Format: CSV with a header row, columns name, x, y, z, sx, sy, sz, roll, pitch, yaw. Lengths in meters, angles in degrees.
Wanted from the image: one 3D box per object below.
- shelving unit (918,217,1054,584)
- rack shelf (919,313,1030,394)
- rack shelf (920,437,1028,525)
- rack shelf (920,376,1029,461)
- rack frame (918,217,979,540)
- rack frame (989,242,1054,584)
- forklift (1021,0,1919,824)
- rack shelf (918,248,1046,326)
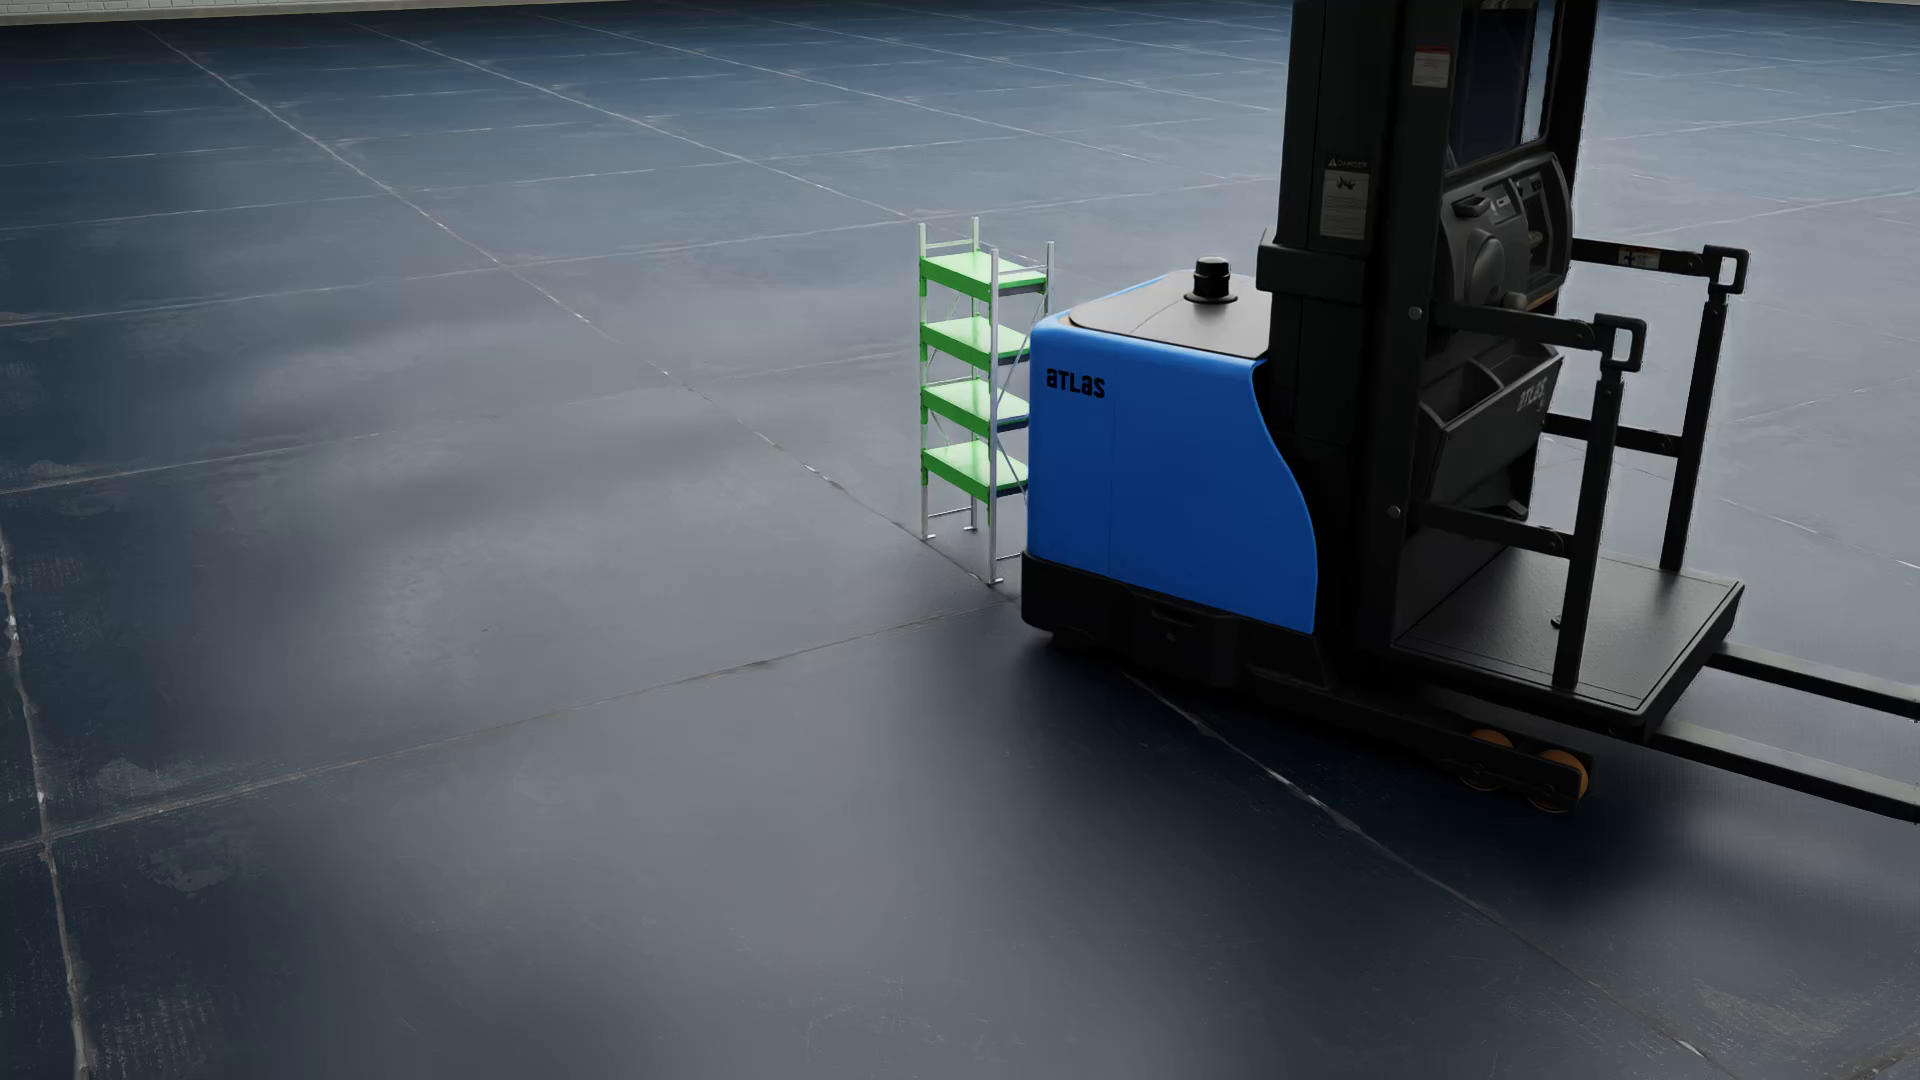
name,x,y,z,sx,sy,sz,roll,pitch,yaw
shelving unit,0.085,-0.502,5.954,0.258,1.200,0.503,-13,25,-28
rack shelf,0.085,-0.665,5.887,0.258,0.148,0.480,-13,25,-28
rack shelf,0.085,-0.221,6.068,0.258,0.148,0.480,-13,25,-28
rack shelf,0.085,-0.443,5.978,0.258,0.148,0.480,-13,25,-28
rack frame,-0.040,-0.581,6.148,0.240,1.200,0.015,-13,25,-28
rack frame,0.209,-0.423,5.759,0.240,1.200,0.015,-13,25,-28
forklift,1.684,-0.846,4.501,3.031,2.935,1.130,16,27,34
rack shelf,0.085,-0.888,5.797,0.258,0.148,0.480,-13,25,-28
